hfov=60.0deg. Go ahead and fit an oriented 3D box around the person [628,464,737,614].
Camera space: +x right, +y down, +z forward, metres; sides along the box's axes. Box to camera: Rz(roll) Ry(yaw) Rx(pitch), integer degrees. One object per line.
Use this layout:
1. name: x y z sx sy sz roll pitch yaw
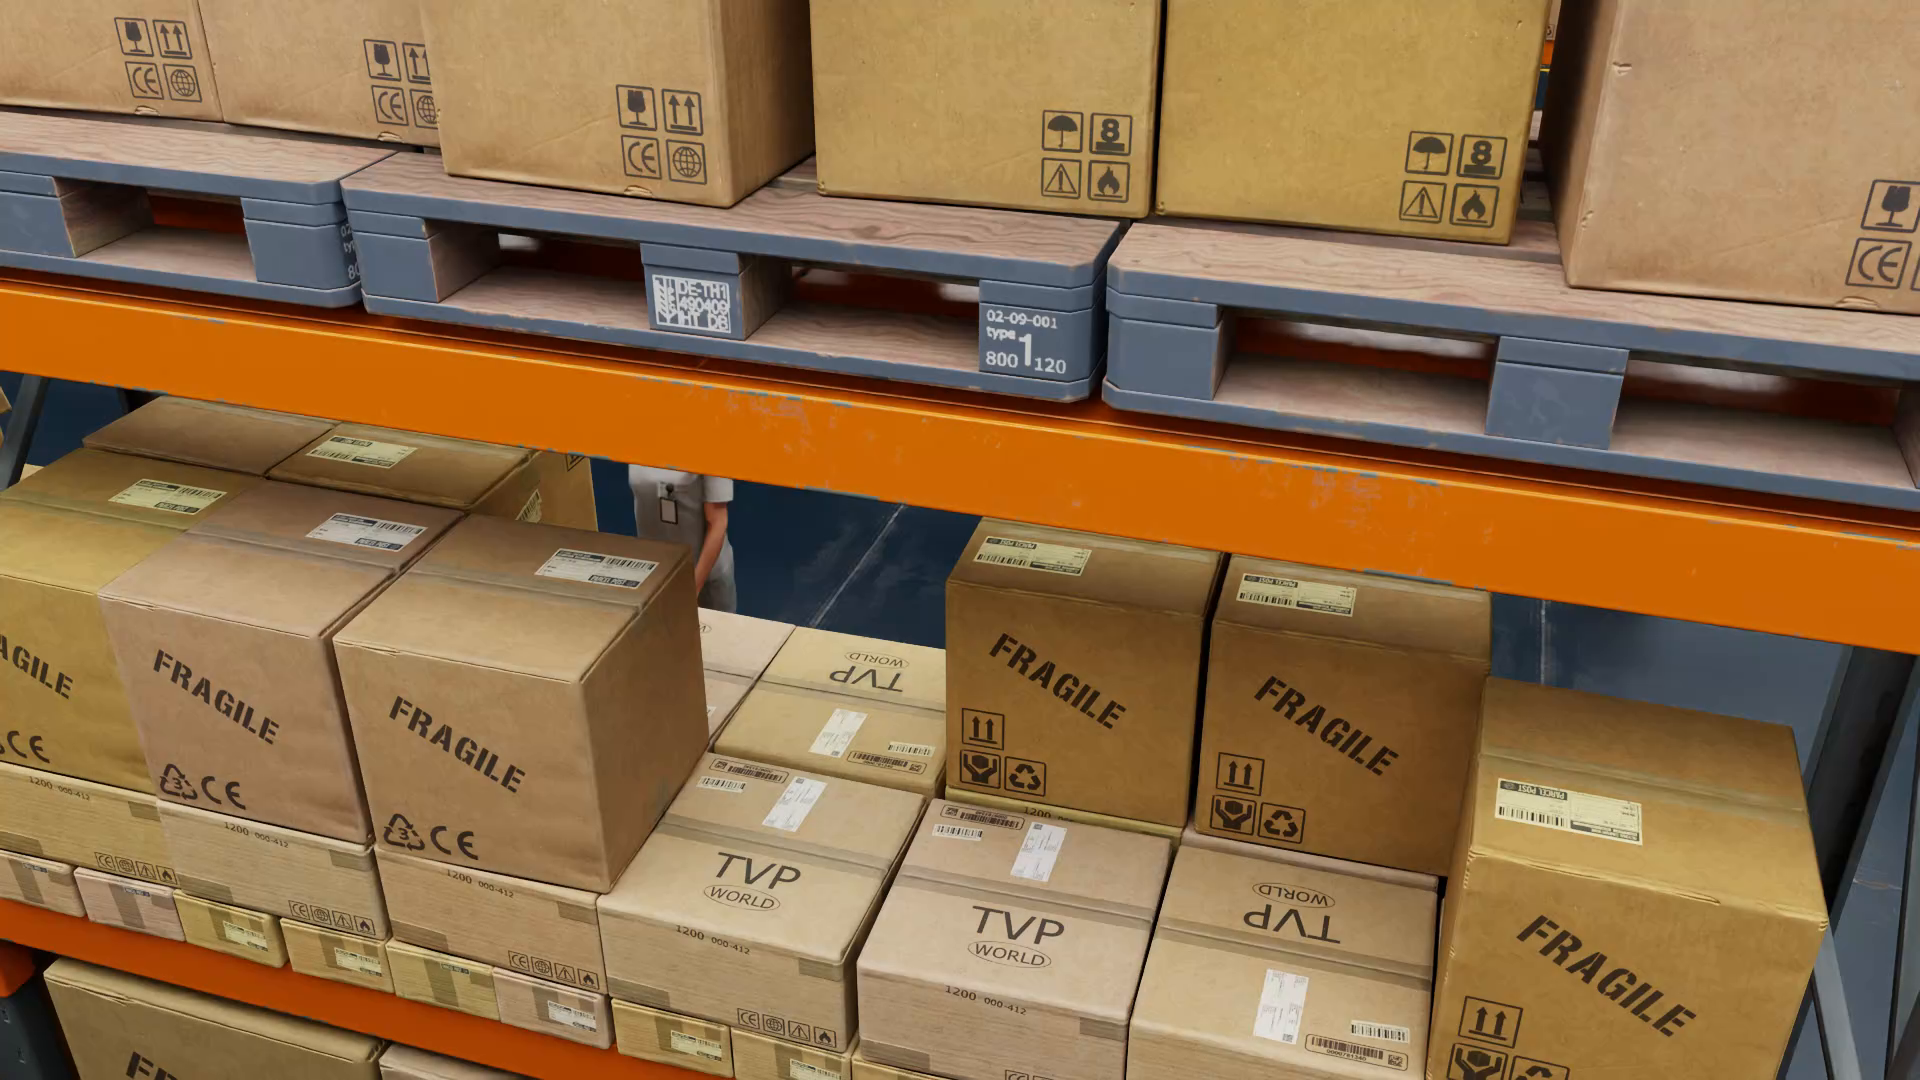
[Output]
1. person: -1.032 0.146 5.841 0.454 1.640 0.904 13 32 22
